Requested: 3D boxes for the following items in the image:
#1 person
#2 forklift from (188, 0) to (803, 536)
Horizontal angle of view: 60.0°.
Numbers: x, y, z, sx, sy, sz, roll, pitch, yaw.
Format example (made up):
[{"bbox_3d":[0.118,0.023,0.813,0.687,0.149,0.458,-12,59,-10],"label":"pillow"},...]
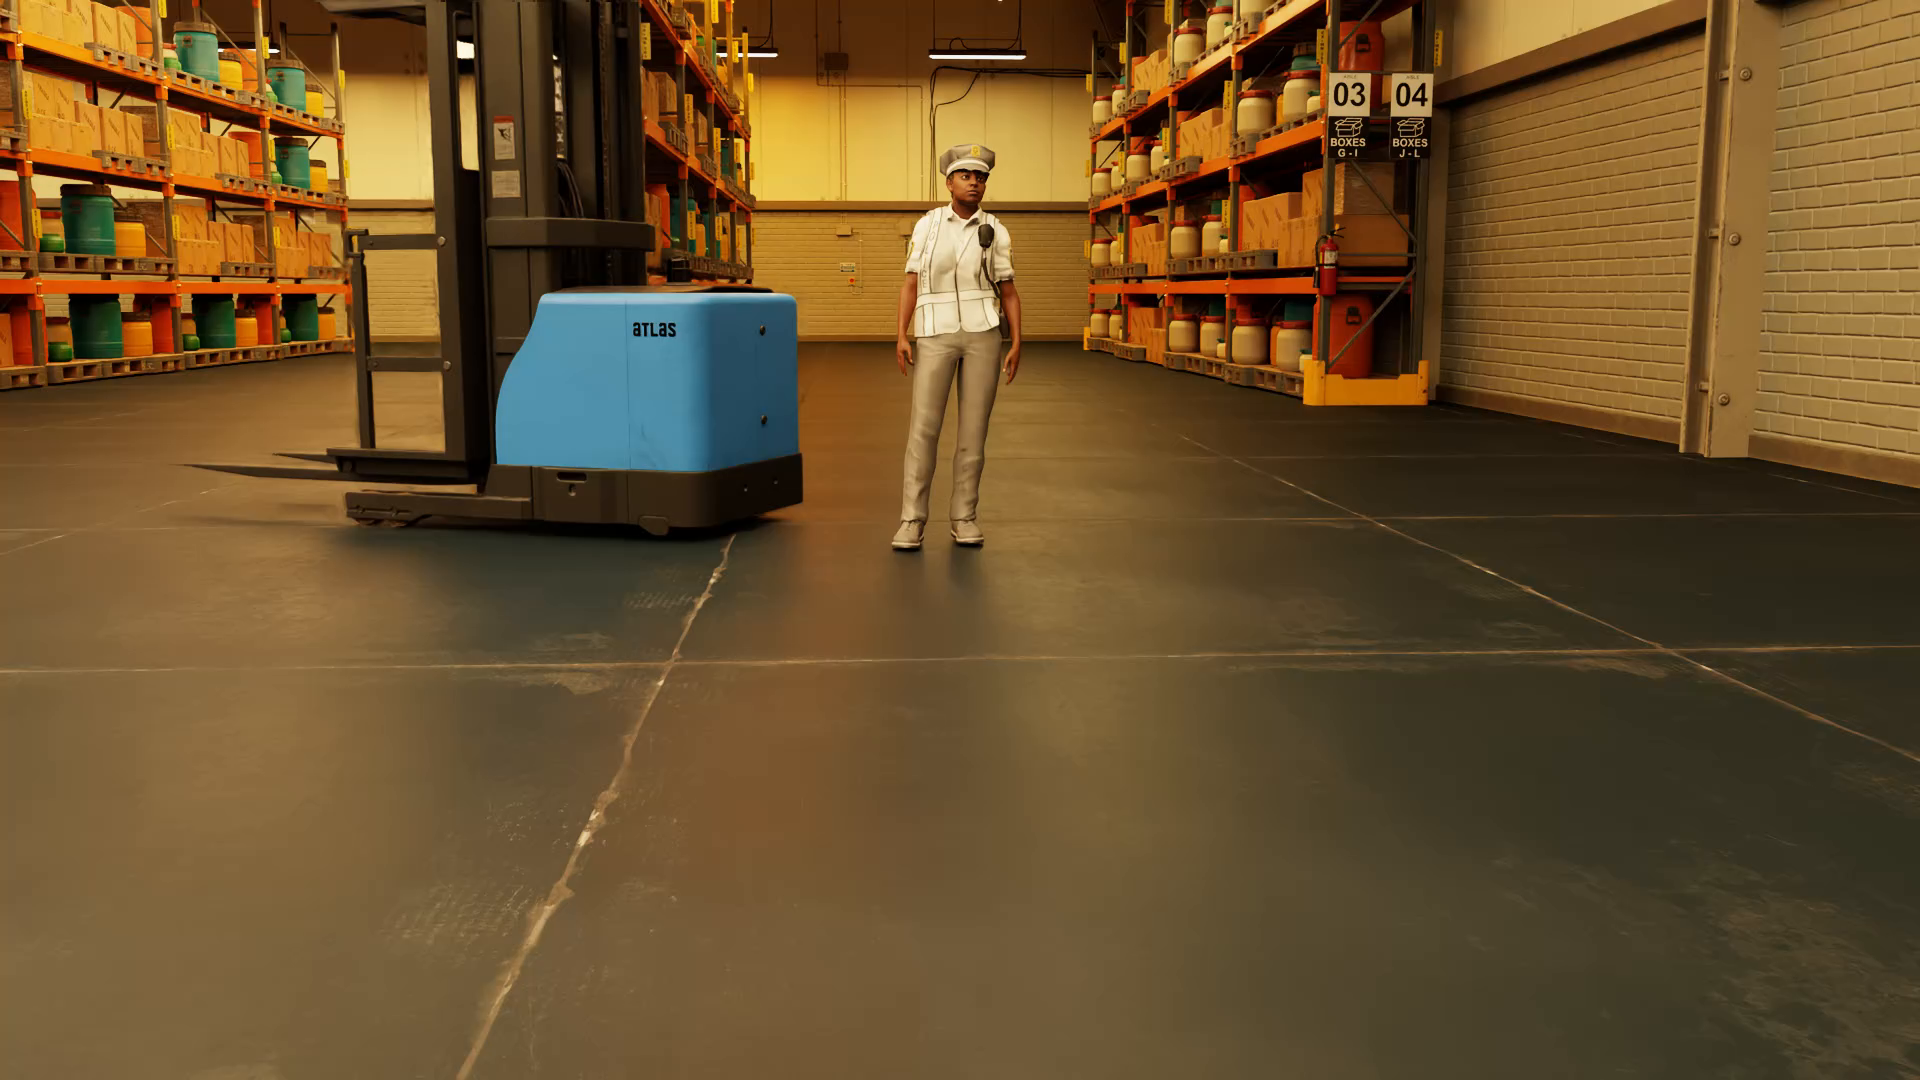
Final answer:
[{"bbox_3d":[-0.015,-0.834,7.110,0.569,1.694,0.530,-1,8,-4],"label":"person"},{"bbox_3d":[-2.334,-1.576,7.943,3.031,2.935,1.130,3,9,20],"label":"forklift"}]
